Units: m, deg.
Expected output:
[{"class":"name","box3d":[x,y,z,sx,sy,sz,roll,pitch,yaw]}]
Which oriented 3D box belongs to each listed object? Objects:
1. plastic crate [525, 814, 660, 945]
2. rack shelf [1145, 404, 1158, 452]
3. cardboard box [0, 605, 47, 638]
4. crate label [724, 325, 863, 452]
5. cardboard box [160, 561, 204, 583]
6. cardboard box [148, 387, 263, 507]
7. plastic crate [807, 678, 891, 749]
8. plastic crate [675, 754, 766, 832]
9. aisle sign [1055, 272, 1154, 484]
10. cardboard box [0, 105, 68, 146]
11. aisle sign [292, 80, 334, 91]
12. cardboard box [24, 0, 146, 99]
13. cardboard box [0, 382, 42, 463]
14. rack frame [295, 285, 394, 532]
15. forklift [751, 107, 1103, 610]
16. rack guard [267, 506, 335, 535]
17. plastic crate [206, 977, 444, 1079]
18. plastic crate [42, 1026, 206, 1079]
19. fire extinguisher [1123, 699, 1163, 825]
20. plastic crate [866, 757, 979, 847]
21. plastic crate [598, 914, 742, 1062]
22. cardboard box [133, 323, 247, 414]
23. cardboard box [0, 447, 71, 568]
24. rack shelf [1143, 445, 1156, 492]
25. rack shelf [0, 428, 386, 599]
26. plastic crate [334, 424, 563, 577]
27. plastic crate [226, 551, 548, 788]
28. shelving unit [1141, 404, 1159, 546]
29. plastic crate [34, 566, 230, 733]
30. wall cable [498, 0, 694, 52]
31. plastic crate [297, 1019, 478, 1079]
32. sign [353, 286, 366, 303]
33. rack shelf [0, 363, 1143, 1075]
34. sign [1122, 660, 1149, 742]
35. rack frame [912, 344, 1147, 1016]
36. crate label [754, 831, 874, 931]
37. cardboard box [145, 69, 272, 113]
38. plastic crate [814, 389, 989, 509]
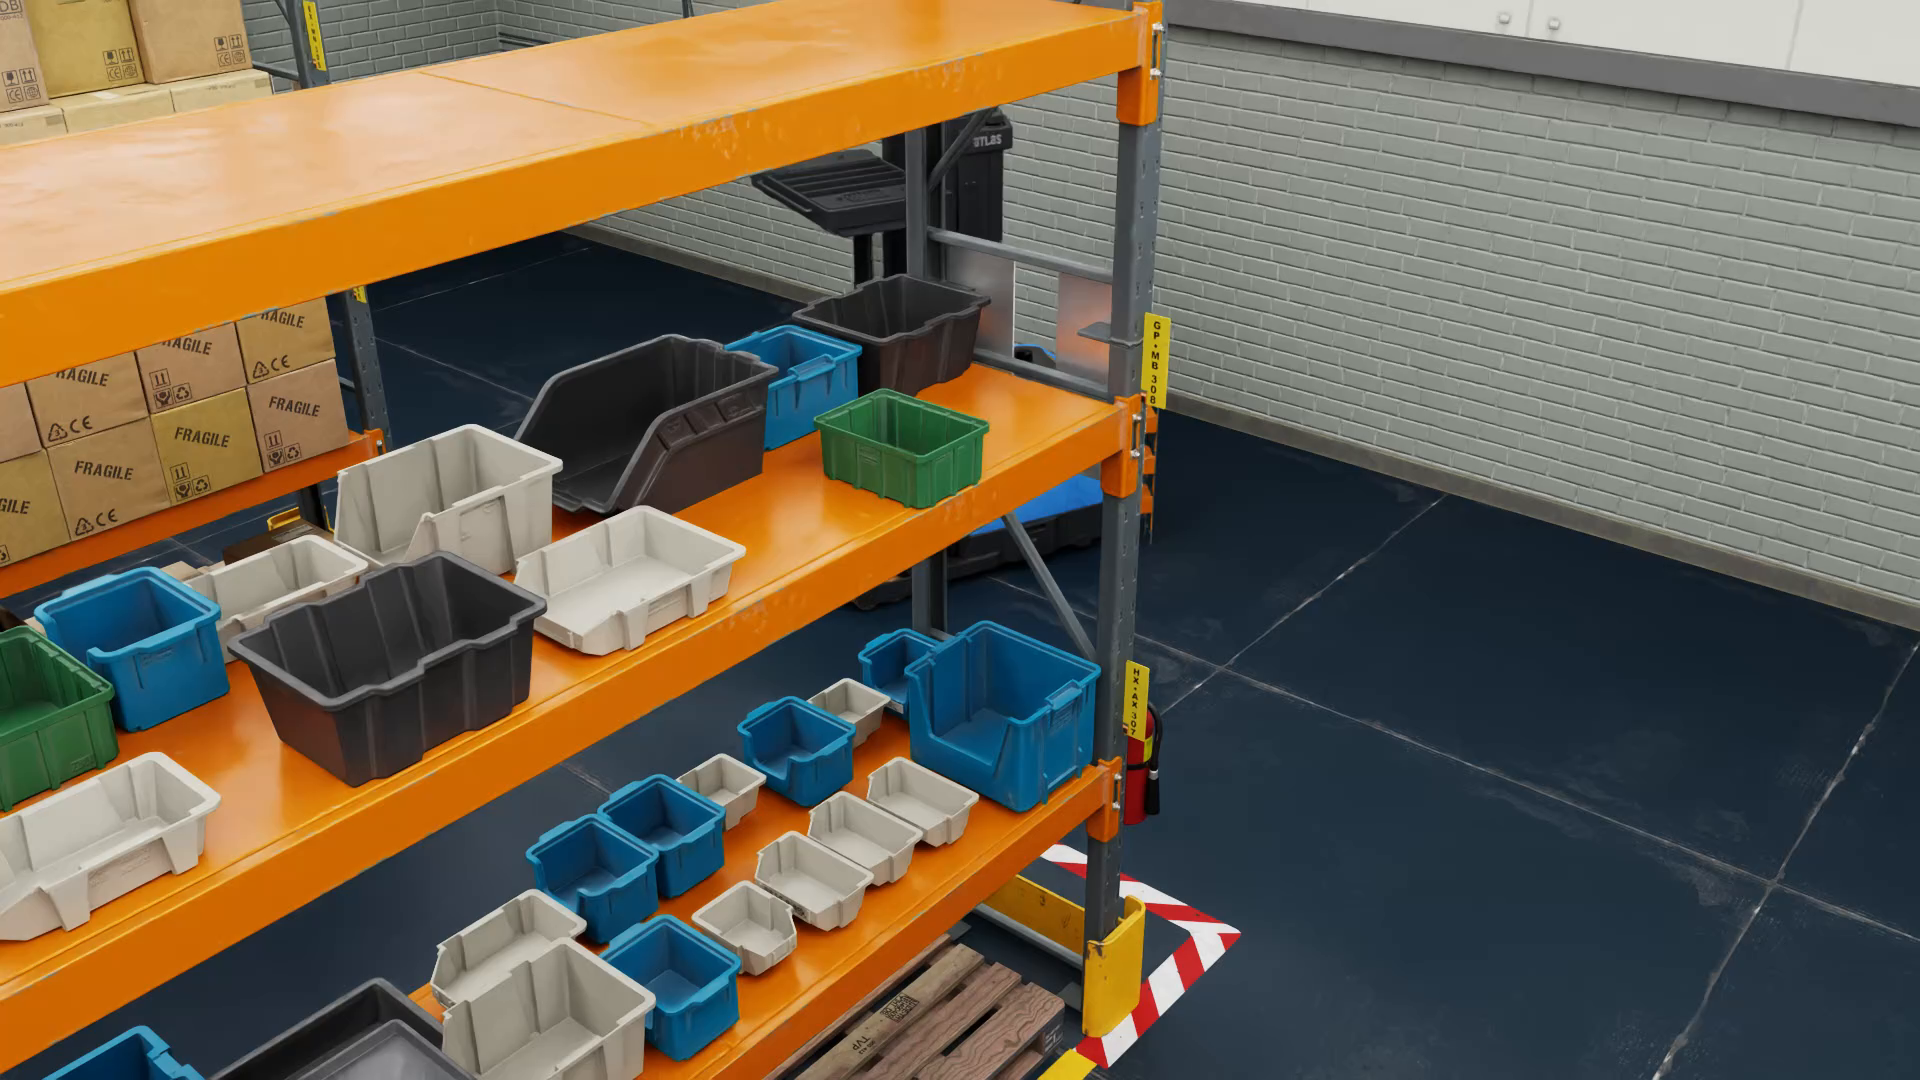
[{"class":"plastic crate","box3d":[-1.212,1.137,5.537,0.416,0.233,0.300,21,34,34]},{"class":"rack shelf","box3d":[1.108,-0.713,10.523,0.240,0.259,0.215,-2,27,-4]},{"class":"cardboard box","box3d":[-4.946,0.740,8.426,0.797,0.503,0.637,21,34,34]},{"class":"crate label","box3d":[-0.609,-0.509,5.498,0.408,0.251,0.502,21,34,34]},{"class":"cardboard box","box3d":[-4.475,0.389,9.380,0.500,0.250,0.500,21,34,34]},{"class":"cardboard box","box3d":[-3.995,-0.545,8.563,0.500,0.500,0.500,21,34,35]},{"class":"plastic crate","box3d":[-0.452,0.696,6.494,0.250,0.136,0.298,21,34,34]},{"class":"plastic crate","box3d":[-0.883,0.936,6.029,0.250,0.136,0.298,21,34,34]},{"class":"aisle sign","box3d":[0.499,-0.570,5.890,0.394,0.787,0.004,21,34,34]},{"class":"cardboard box","box3d":[-4.361,-1.802,7.455,0.500,0.250,0.500,21,34,34]},{"class":"aisle sign","box3d":[-3.313,-2.014,8.681,0.394,0.787,0.004,21,34,34]},{"class":"cardboard box","box3d":[-4.290,-2.406,7.806,0.700,0.500,0.500,21,34,34]},{"class":"cardboard box","box3d":[-4.637,-0.628,7.634,0.500,0.500,0.500,22,35,36]},{"class":"rack frame","box3d":[-3.593,-0.924,9.404,1.000,3.000,0.127,21,34,34]},{"class":"forklift","box3d":[-0.569,-1.156,9.927,3.031,2.935,1.130,-14,31,-26]},{"class":"rack guard","box3d":[-3.641,0.213,9.926,1.175,0.500,0.348,21,34,34]},{"class":"plastic crate","box3d":[-1.812,1.563,4.830,0.437,0.125,0.590,21,34,34]},{"class":"plastic crate","box3d":[-2.283,1.658,4.364,0.392,0.384,0.575,21,34,34]},{"class":"fire extinguisher","box3d":[0.674,0.804,6.553,0.296,0.674,0.183,21,34,34]},{"class":"plastic crate","box3d":[-0.152,0.957,5.989,0.396,0.136,0.243,21,34,34]},{"class":"plastic crate","box3d":[-0.881,1.375,5.076,0.416,0.233,0.300,21,34,34]},{"class":"cardboard box","box3d":[-3.984,-0.995,8.344,0.500,0.500,0.500,22,34,36]},{"class":"cardboard box","box3d":[-4.637,-0.192,7.879,0.500,0.500,0.500,20,34,34]},{"class":"rack shelf","box3d":[1.109,-0.461,10.653,0.240,0.259,0.215,-2,27,-4]},{"class":"rack shelf","box3d":[-4.865,0.104,8.199,1.077,0.370,4.000,21,34,34]},{"class":"plastic crate","box3d":[-1.421,-0.059,4.597,0.437,0.282,0.530,21,34,34]},{"class":"plastic crate","box3d":[-1.315,0.308,3.899,0.497,0.269,0.590,21,34,34]},{"class":"shelving unit","box3d":[1.109,-0.471,10.648,0.252,1.050,0.215,-2,27,-4]},{"class":"plastic crate","box3d":[-1.984,0.269,4.015,0.416,0.233,0.300,21,34,34]},{"class":"wall cable","box3d":[-3.544,-5.557,15.210,3.097,2.526,0.112,21,34,34]},{"class":"plastic crate","box3d":[-1.556,1.645,4.304,0.402,0.464,0.583,21,34,34]},{"class":"sign","box3d":[-3.177,-1.410,8.738,0.100,0.325,0.005,21,34,34]},{"class":"rack shelf","box3d":[-1.045,0.221,4.709,1.077,0.370,4.000,21,34,34]},{"class":"sign","box3d":[0.662,0.607,6.266,0.100,0.325,0.005,21,34,34]},{"class":"rack frame","box3d":[0.227,0.525,6.603,1.000,3.000,0.127,21,34,34]},{"class":"crate label","box3d":[-0.506,1.162,5.594,0.396,0.136,0.243,21,34,34]},{"class":"cardboard box","box3d":[-3.723,-2.155,8.138,0.500,0.250,0.500,21,34,34]},{"class":"plastic crate","box3d":[-0.180,-0.280,5.125,0.450,0.188,0.336,21,34,34]}]
